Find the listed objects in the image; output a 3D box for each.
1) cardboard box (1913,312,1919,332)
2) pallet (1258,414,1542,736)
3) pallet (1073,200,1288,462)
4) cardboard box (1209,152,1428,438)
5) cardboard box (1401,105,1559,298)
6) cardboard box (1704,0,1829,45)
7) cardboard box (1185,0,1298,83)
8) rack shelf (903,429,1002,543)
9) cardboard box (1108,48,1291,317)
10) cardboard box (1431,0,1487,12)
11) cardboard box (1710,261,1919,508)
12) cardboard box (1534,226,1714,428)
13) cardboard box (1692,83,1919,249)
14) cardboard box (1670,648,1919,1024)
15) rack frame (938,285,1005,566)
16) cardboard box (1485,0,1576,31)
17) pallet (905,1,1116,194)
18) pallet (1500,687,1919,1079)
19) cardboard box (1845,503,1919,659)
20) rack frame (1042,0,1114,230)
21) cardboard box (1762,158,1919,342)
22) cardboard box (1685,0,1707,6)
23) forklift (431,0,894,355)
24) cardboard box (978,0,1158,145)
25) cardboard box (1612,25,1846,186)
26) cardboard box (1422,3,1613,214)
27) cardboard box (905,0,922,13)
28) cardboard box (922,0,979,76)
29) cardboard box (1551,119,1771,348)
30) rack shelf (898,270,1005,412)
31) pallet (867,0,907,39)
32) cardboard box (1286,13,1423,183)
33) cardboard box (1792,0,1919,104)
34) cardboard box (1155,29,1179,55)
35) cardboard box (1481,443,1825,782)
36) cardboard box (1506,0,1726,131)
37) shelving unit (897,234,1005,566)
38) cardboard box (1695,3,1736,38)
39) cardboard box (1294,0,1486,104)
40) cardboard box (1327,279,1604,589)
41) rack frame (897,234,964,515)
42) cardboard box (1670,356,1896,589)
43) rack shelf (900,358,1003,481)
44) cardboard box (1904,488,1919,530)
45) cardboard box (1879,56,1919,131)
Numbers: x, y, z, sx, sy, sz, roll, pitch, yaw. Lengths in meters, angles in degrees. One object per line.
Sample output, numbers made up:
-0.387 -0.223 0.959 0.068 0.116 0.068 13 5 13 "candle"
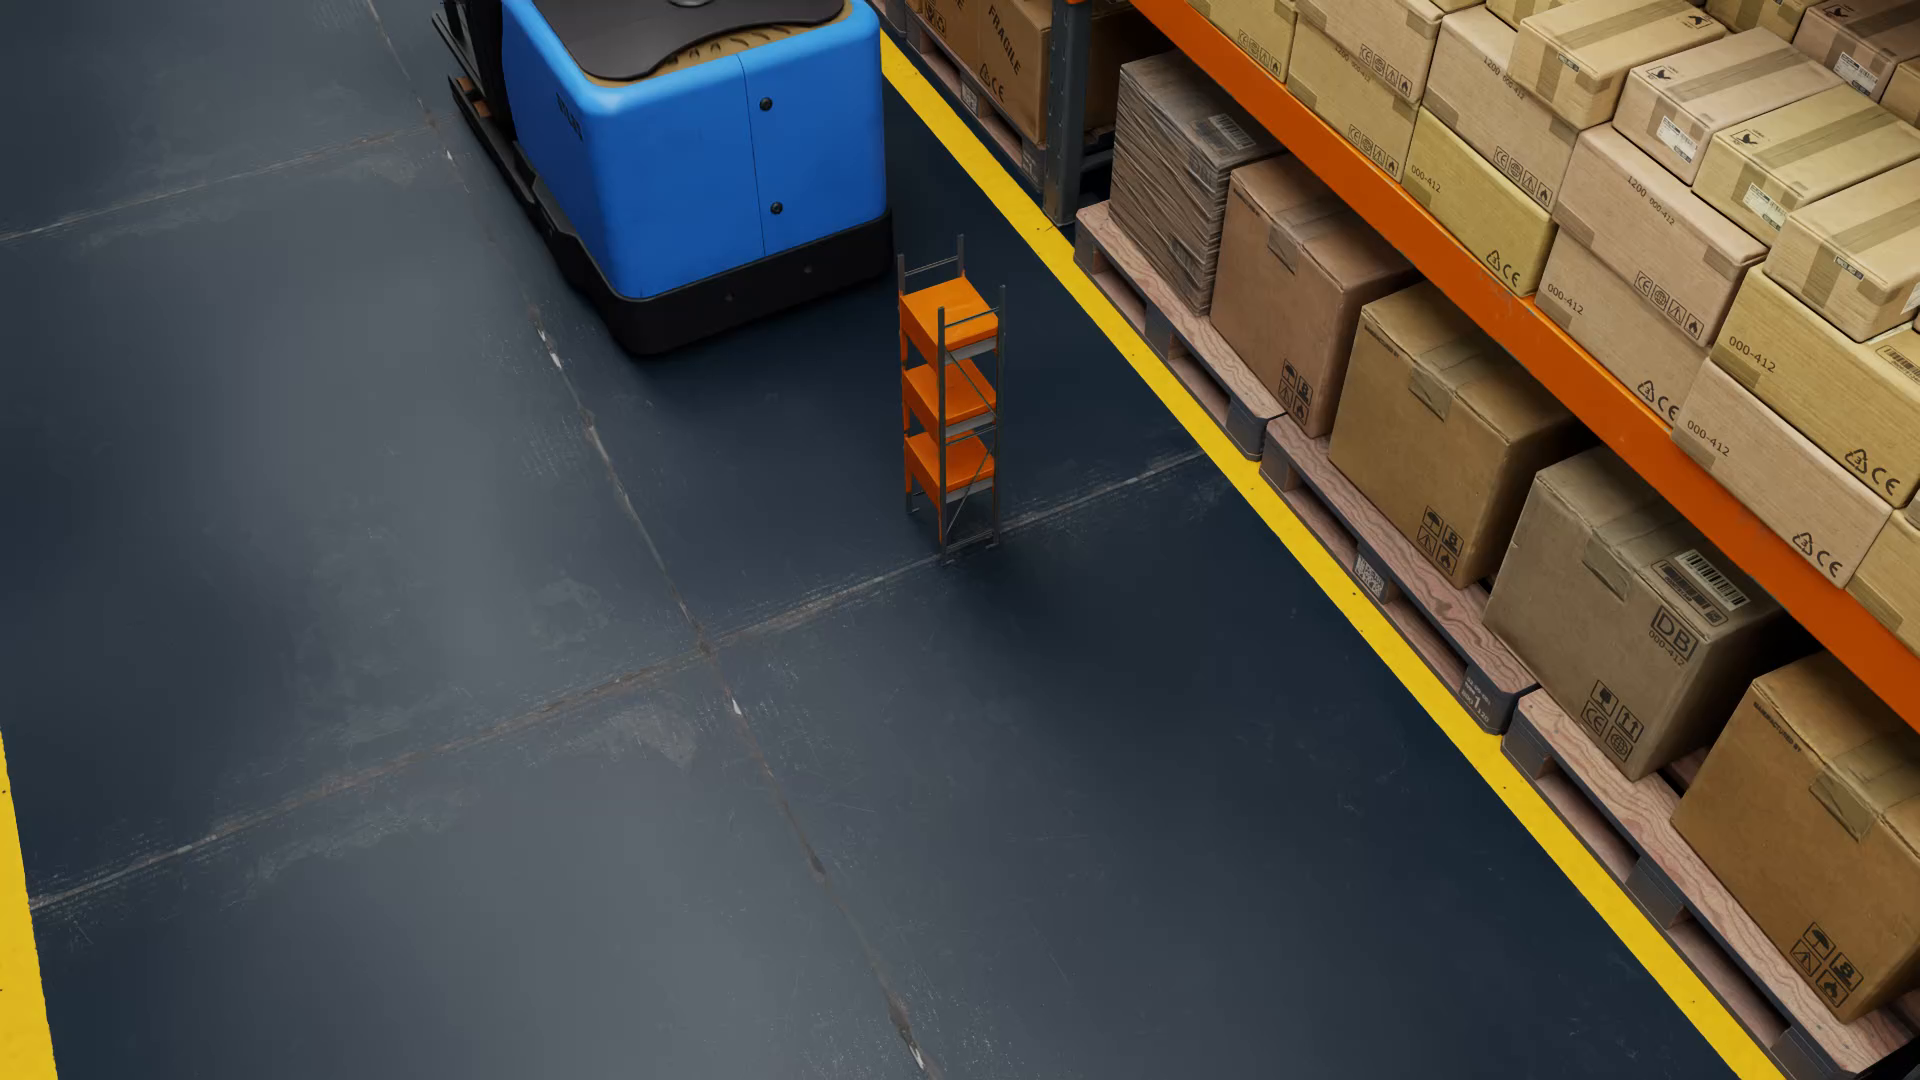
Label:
2.063 -0.442 3.147 0.380 0.149 0.250 -21 52 -18 "cardboard box"
1.682 -0.075 5.175 1.003 0.211 1.213 -21 52 -18 "pallet"
1.128 -0.890 5.888 1.003 0.211 1.213 -21 52 -18 "pallet"
1.365 -0.872 5.319 0.875 0.625 0.625 -20 52 -16 "cardboard box"
1.475 -0.914 4.156 0.500 0.250 0.500 -20 52 -16 "cardboard box"
1.990 -1.287 3.886 0.380 0.149 0.250 -21 52 -17 "cardboard box"
0.997 -1.604 4.759 0.500 0.250 0.500 -22 52 -18 "cardboard box"
-0.024 -0.191 5.103 0.215 0.259 0.240 -21 52 -18 "rack shelf"
1.059 -1.307 5.699 0.875 0.625 0.625 -20 52 -16 "cardboard box"
1.269 -1.444 4.023 0.380 0.149 0.250 -20 52 -17 "cardboard box"
1.922 -0.393 3.368 0.500 0.250 0.500 -22 53 -18 "cardboard box"
1.718 -0.571 3.856 0.500 0.250 0.500 -21 52 -17 "cardboard box"
1.760 -0.770 3.433 0.380 0.149 0.250 -22 52 -18 "cardboard box"
2.367 0.603 4.029 0.875 0.625 0.625 -19 52 -16 "cardboard box"
0.031 -0.300 4.815 0.200 1.050 0.008 -21 52 -18 "rack frame"
1.474 -1.303 3.900 0.380 0.149 0.250 -21 52 -18 "cardboard box"
0.478 -1.967 6.830 1.003 0.211 1.213 -21 52 -18 "pallet"
2.244 0.743 4.460 1.003 0.211 1.213 -21 52 -18 "pallet"
2.153 0.107 3.263 0.500 0.250 0.500 -20 52 -17 "cardboard box"
0.786 -2.373 5.332 1.000 3.000 0.127 -21 52 -18 "rack frame"
1.825 -0.573 3.261 0.380 0.149 0.250 -23 53 -19 "cardboard box"
1.834 -1.450 4.028 0.380 0.149 0.250 -20 52 -17 "cardboard box"
-1.402 -2.711 5.674 1.130 2.935 3.031 -23 53 -19 "forklift"
0.401 -1.897 6.298 0.500 0.500 0.500 -20 52 -16 "cardboard box"
1.651 -0.939 3.581 0.380 0.149 0.250 -21 52 -17 "cardboard box"
1.479 -1.081 3.971 0.500 0.250 0.500 -20 52 -17 "cardboard box"
-0.061 -2.585 6.900 0.500 0.500 0.500 -19 52 -16 "cardboard box"
0.181 -2.235 6.594 0.500 0.500 0.500 -22 52 -18 "cardboard box"
1.693 -0.737 3.669 0.500 0.250 0.500 -20 52 -17 "cardboard box"
-0.025 -0.561 4.680 0.215 0.259 0.240 -21 52 -18 "rack shelf"
-0.077 -2.783 7.544 1.003 0.211 1.213 -21 52 -18 "pallet"
1.239 -1.261 4.460 0.500 0.250 0.500 -23 53 -19 "cardboard box"
2.109 -1.122 3.742 0.380 0.149 0.250 -22 52 -18 "cardboard box"
0.842 -2.066 6.446 0.500 0.500 0.500 -19 52 -16 "cardboard box"
2.019 0.081 4.485 0.875 0.625 0.625 -22 52 -18 "cardboard box"
1.461 -1.090 3.713 0.380 0.149 0.250 -22 53 -18 "cardboard box"
-0.025 -0.381 4.886 0.215 1.050 0.252 -21 52 -18 "shelving unit"
1.924 -1.266 4.132 0.500 0.250 0.500 -22 52 -18 "cardboard box"
1.223 -1.415 4.262 0.500 0.250 0.500 -22 53 -18 "cardboard box"
1.673 -0.422 4.925 0.875 0.625 0.625 -23 53 -19 "cardboard box"
-0.080 -0.463 4.958 0.200 1.050 0.008 -21 52 -18 "rack frame"
1.918 -0.228 3.556 0.500 0.250 0.500 -21 52 -18 "cardboard box"
-0.025 -0.374 4.894 0.215 0.259 0.240 -21 52 -18 "rack shelf"
2.164 -0.051 3.070 0.500 0.250 0.500 -22 52 -18 "cardboard box"
2.230 -0.955 3.595 0.380 0.149 0.250 -21 52 -18 "cardboard box"
